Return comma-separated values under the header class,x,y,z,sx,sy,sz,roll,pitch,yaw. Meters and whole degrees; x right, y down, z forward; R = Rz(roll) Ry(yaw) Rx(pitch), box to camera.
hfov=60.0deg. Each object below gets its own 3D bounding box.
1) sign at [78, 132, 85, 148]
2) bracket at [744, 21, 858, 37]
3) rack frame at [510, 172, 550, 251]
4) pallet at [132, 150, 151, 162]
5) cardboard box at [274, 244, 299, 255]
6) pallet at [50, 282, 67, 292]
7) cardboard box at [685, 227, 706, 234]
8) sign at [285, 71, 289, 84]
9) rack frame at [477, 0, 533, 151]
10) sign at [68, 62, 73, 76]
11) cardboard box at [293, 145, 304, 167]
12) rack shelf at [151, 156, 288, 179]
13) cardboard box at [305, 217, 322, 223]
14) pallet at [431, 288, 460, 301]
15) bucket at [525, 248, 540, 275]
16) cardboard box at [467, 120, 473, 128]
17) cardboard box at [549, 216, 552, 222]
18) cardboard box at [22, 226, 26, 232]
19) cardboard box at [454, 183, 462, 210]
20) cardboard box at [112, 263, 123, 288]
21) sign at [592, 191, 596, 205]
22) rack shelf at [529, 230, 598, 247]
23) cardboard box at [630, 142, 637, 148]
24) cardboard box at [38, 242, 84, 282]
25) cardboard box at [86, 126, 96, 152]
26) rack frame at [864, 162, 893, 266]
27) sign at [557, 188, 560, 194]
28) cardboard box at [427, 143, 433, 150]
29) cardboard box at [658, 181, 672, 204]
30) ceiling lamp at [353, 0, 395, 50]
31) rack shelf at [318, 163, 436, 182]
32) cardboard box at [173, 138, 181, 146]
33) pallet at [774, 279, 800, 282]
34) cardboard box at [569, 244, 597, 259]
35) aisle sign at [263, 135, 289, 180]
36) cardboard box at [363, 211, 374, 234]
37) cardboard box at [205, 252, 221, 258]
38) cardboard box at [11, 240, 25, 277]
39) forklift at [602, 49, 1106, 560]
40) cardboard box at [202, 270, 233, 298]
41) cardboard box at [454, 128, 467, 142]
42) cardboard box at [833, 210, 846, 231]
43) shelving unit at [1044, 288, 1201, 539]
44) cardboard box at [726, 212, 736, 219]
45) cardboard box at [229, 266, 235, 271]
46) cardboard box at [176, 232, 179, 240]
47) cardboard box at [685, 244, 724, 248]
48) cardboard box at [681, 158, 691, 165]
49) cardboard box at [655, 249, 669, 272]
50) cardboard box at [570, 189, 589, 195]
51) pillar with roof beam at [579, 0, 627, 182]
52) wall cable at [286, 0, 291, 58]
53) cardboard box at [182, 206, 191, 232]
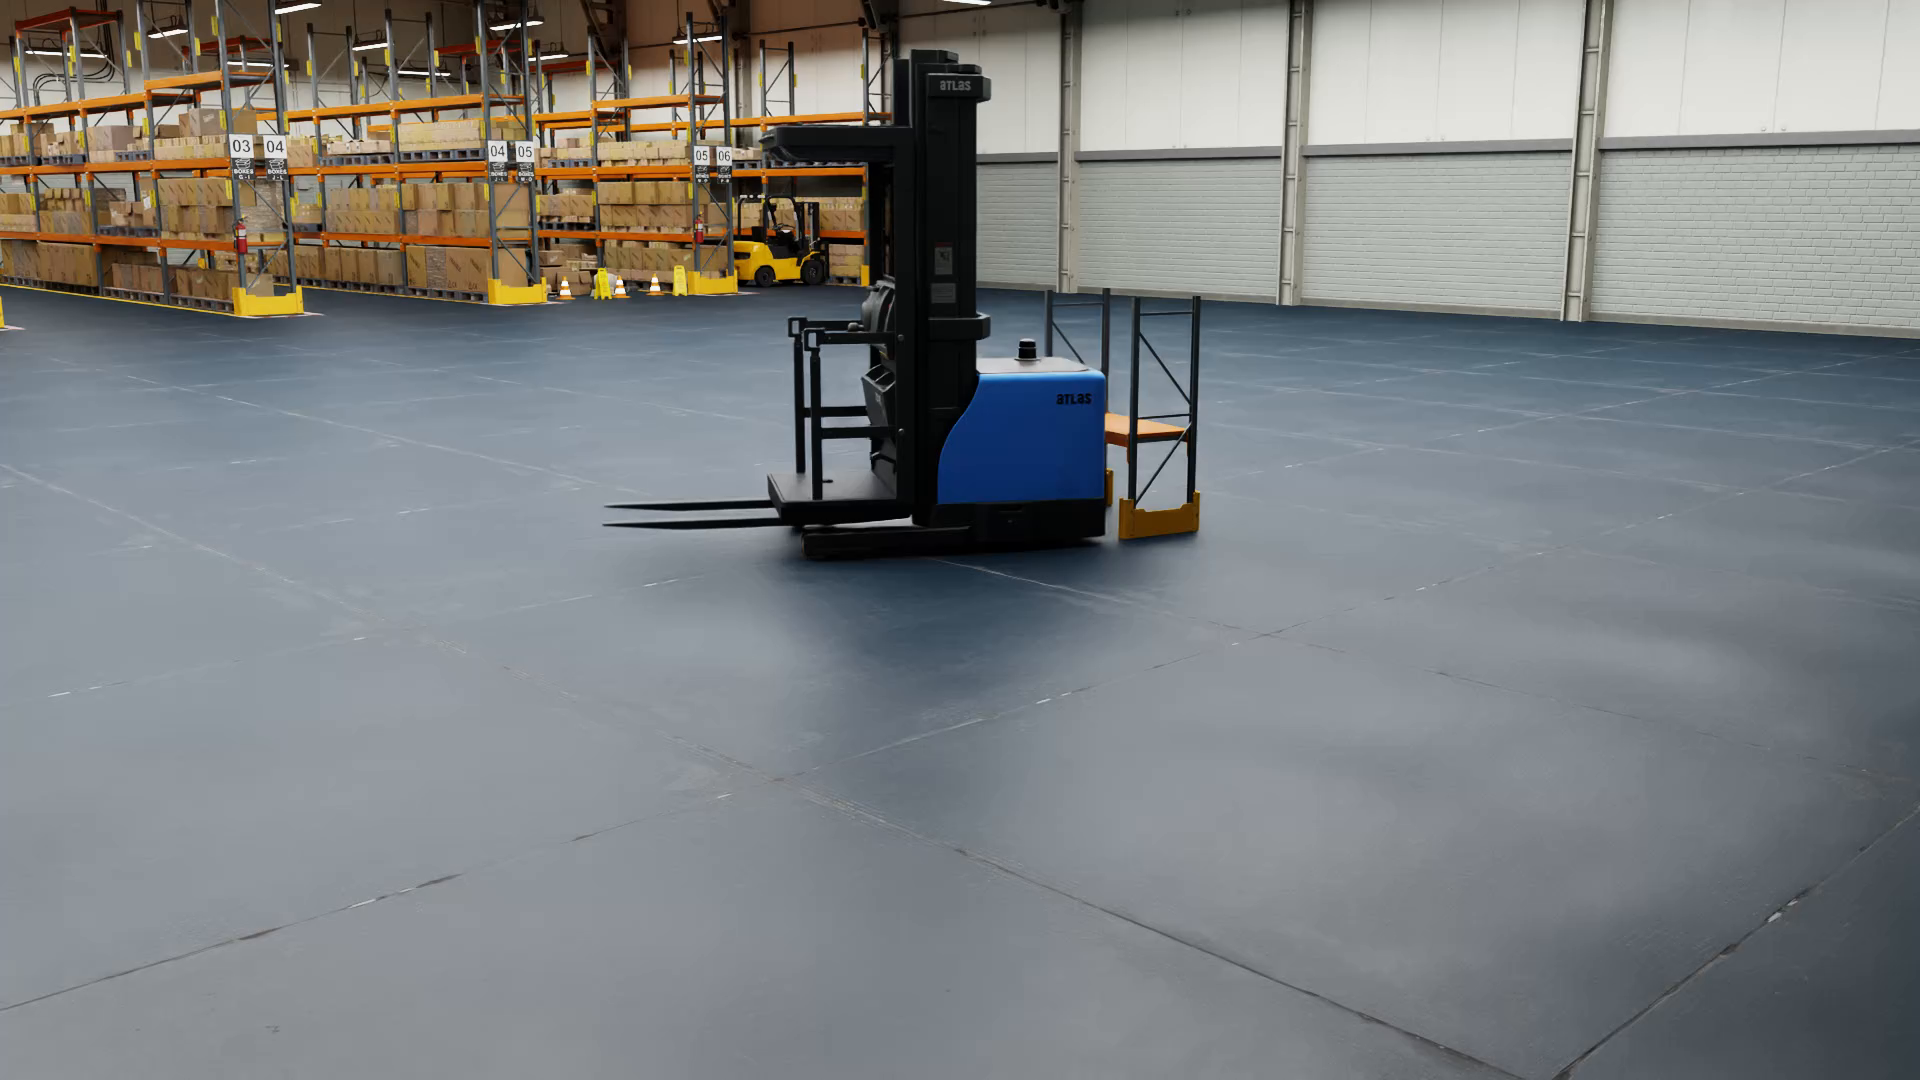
class,x,y,z,sx,sy,sz,roll,pitch,yaw
sign,-18.583,-8.468,35.168,0.100,0.325,0.005,-11,16,-43
bracket,-4.048,-13.004,42.310,0.076,0.066,4.783,-11,16,-43
rack frame,-11.009,-8.164,42.603,1.000,3.000,0.127,-11,16,-43
pallet,-15.763,-7.681,33.293,1.213,0.211,1.003,-11,16,-43
cardboard box,-16.593,-7.170,41.074,0.500,0.250,0.500,-10,16,-41
pallet,-20.351,-5.899,38.520,1.003,0.211,1.213,-11,16,-43
cardboard box,-5.897,-6.898,37.082,0.380,0.149,0.250,-10,15,-41
sign,-16.884,-11.595,41.681,0.100,0.325,0.005,-11,16,-43
rack frame,-8.995,-9.230,32.911,1.000,3.000,0.127,-11,16,-43
sign,-20.554,-10.879,38.402,0.100,0.325,0.005,-11,16,-43
cardboard box,-15.452,-9.097,39.449,0.500,0.500,0.500,-11,16,-43
rack shelf,-14.033,-7.024,31.420,1.077,0.370,4.000,-11,16,-43
cardboard box,-15.192,-7.550,39.205,0.380,0.149,0.250,-11,16,-42
pallet,-10.442,-5.210,35.176,1.003,0.211,1.213,-11,16,-43
bucket,-9.995,-6.318,37.990,0.726,0.611,0.620,-5,3,-23
cardboard box,-9.644,-8.322,33.293,0.380,0.149,0.250,-11,16,-42
cardboard box,-9.971,-7.978,41.282,0.380,0.149,0.250,-10,15,-40
cardboard box,-21.919,-7.355,39.300,0.380,0.149,0.250,-11,16,-42
cardboard box,-9.958,-7.122,34.498,0.875,0.550,0.550,-11,16,-43
cardboard box,-17.699,-5.679,35.647,0.500,0.500,0.700,11,16,42
sign,-8.646,-8.069,39.275,0.100,0.325,0.005,-11,16,-43
rack shelf,-9.628,-7.520,41.259,1.077,0.370,4.000,-11,16,-43
cardboard box,-7.326,-9.043,38.083,0.380,0.149,0.250,-11,16,-43
cardboard box,-20.482,-6.441,38.466,1.225,0.875,0.875,-11,16,-42
cardboard box,-18.038,-8.441,35.030,0.500,0.500,0.500,-11,16,-42
rack frame,-1.897,-7.689,40.296,1.000,3.000,0.127,-11,16,-43
sign,-12.531,-10.820,51.843,0.100,0.325,0.005,-11,16,-43
cardboard box,-10.870,-8.190,34.632,0.380,0.149,0.250,-11,16,-43
cardboard box,-6.339,-7.800,37.373,0.700,0.500,0.500,-11,16,-42
ceiling lamp,-14.775,-14.119,42.174,0.800,3.185,2.000,-11,16,-43
rack shelf,-13.138,-8.284,37.537,1.077,0.370,4.000,-11,16,-43
cardboard box,-14.686,-7.547,31.559,0.380,0.149,0.250,-11,16,-44
pallet,-4.140,-6.785,42.820,1.003,0.211,1.213,-11,16,-43
cardboard box,-11.313,-8.621,49.976,0.500,0.500,0.700,11,16,43
aisle sign,-12.392,-6.921,30.130,0.394,0.787,0.004,-11,16,-43
cardboard box,-13.009,-7.111,37.245,0.500,0.500,0.500,-11,16,-42
cardboard box,-19.928,-7.604,44.435,0.250,0.149,0.380,11,16,43
cardboard box,-22.573,-6.900,40.696,0.875,0.875,0.875,-11,16,-43
forklift,-0.674,-1.431,10.094,3.031,2.935,1.130,-2,12,-11
cardboard box,-14.280,-4.954,32.179,0.500,0.500,0.500,10,15,40
cardboard box,-9.880,-8.193,33.659,0.500,0.250,0.500,-11,16,-42
cardboard box,-2.778,-7.850,40.831,0.500,0.500,0.500,-10,15,-41
shelving unit,1.032,-0.864,10.887,0.587,1.500,1.083,-6,13,-28
cardboard box,-5.892,-8.629,43.995,0.500,0.250,0.500,-10,16,-41
cardboard box,-18.836,-7.091,43.422,0.380,0.149,0.250,-11,16,-43
cardboard box,-14.948,-5.897,32.222,0.380,0.149,0.250,-11,16,-43
cardboard box,-7.001,-7.806,45.710,0.875,0.625,0.625,-10,15,-41
cardboard box,-5.933,-8.356,36.723,0.380,0.149,0.250,-11,16,-42
cardboard box,-6.589,-6.379,37.854,0.500,0.500,0.500,-10,15,-40
cardboard box,-9.214,-8.433,40.276,0.250,0.149,0.380,11,16,43
pillar with roof beam,-13.126,-12.005,46.383,9.100,9.000,0.548,-11,16,-43
wall cable,-21.422,-16.146,50.127,2.355,3.000,0.029,-11,16,-43
cardboard box,-14.410,-6.183,32.002,0.875,0.500,0.500,-11,16,-43
